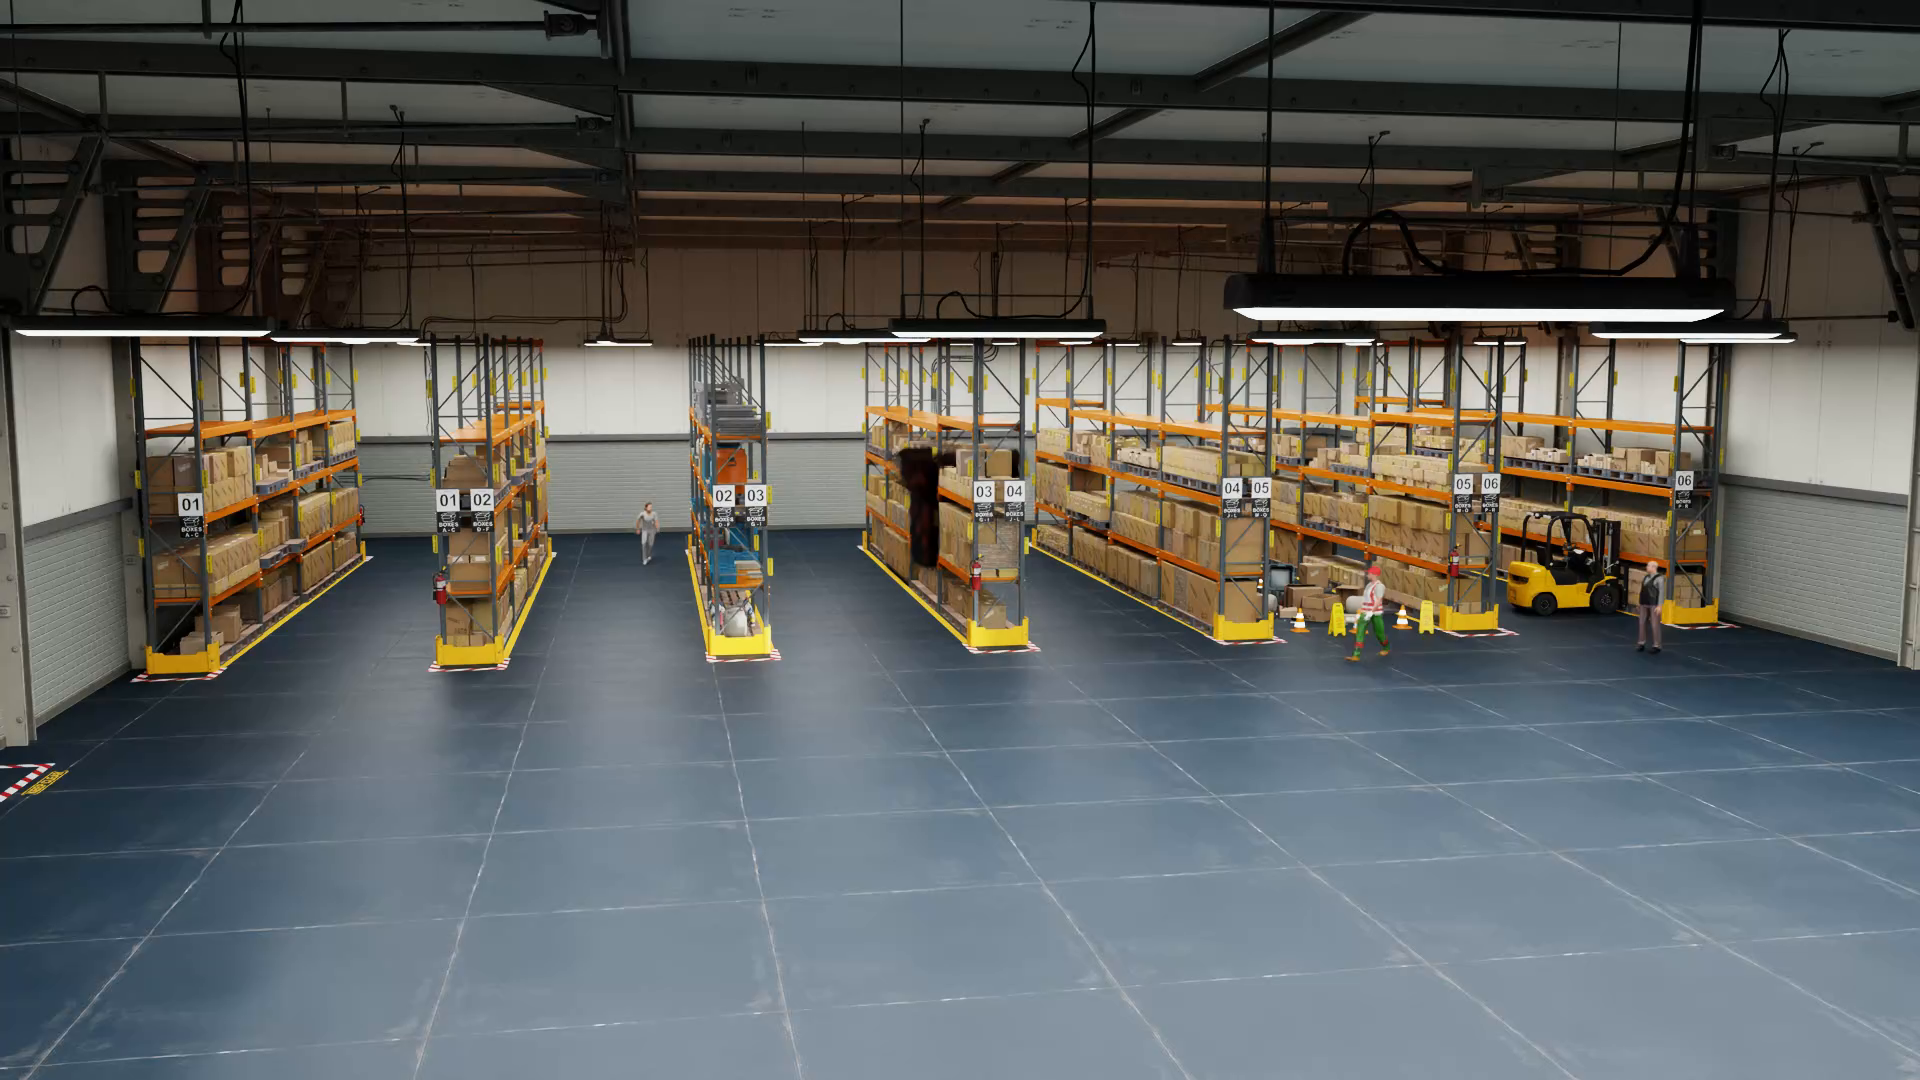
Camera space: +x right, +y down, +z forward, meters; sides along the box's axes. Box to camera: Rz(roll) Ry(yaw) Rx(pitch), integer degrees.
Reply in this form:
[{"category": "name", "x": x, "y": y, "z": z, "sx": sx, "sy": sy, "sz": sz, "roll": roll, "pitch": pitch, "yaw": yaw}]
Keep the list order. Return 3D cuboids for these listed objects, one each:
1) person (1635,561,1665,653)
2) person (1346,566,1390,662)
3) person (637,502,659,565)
[{"category": "person", "x": 13.081, "y": 1.260, "z": 31.494, "sx": 0.391, "sy": 1.723, "sz": 0.564, "roll": -4, "pitch": 8, "yaw": -33}, {"category": "person", "x": 7.573, "y": 1.359, "z": 30.611, "sx": 0.483, "sy": 1.748, "sz": 1.047, "roll": 6, "pitch": 9, "yaw": 42}, {"category": "person", "x": -8.388, "y": -0.193, "z": 44.689, "sx": 0.589, "sy": 1.645, "sz": 0.969, "roll": -1, "pitch": 7, "yaw": -8}]
